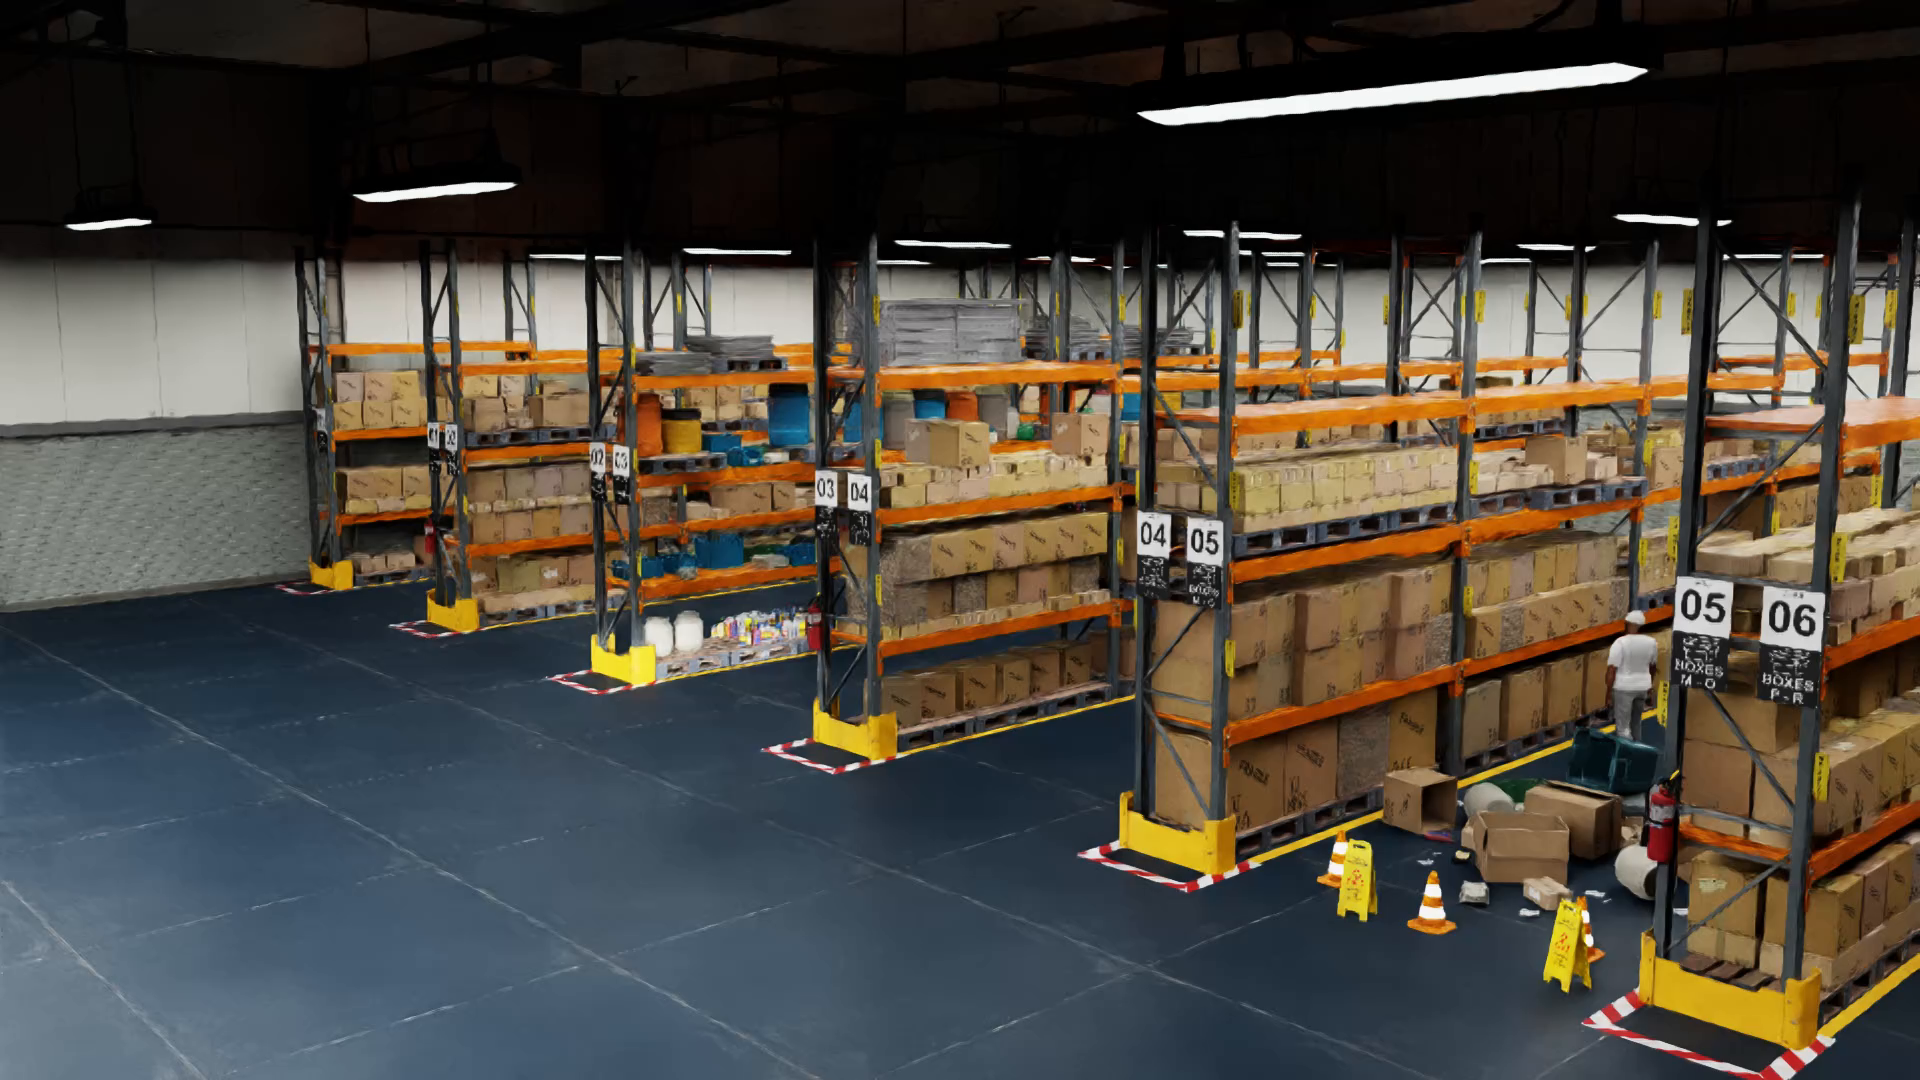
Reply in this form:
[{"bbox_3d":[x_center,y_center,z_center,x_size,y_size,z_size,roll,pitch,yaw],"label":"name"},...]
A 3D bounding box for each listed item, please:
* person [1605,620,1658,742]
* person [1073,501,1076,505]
[{"bbox_3d":[7.303,1.638,18.231,0.669,1.726,0.533,-2,9,-16],"label":"person"},{"bbox_3d":[2.907,-1.601,40.209,0.535,1.603,0.452,0,8,-3],"label":"person"}]
